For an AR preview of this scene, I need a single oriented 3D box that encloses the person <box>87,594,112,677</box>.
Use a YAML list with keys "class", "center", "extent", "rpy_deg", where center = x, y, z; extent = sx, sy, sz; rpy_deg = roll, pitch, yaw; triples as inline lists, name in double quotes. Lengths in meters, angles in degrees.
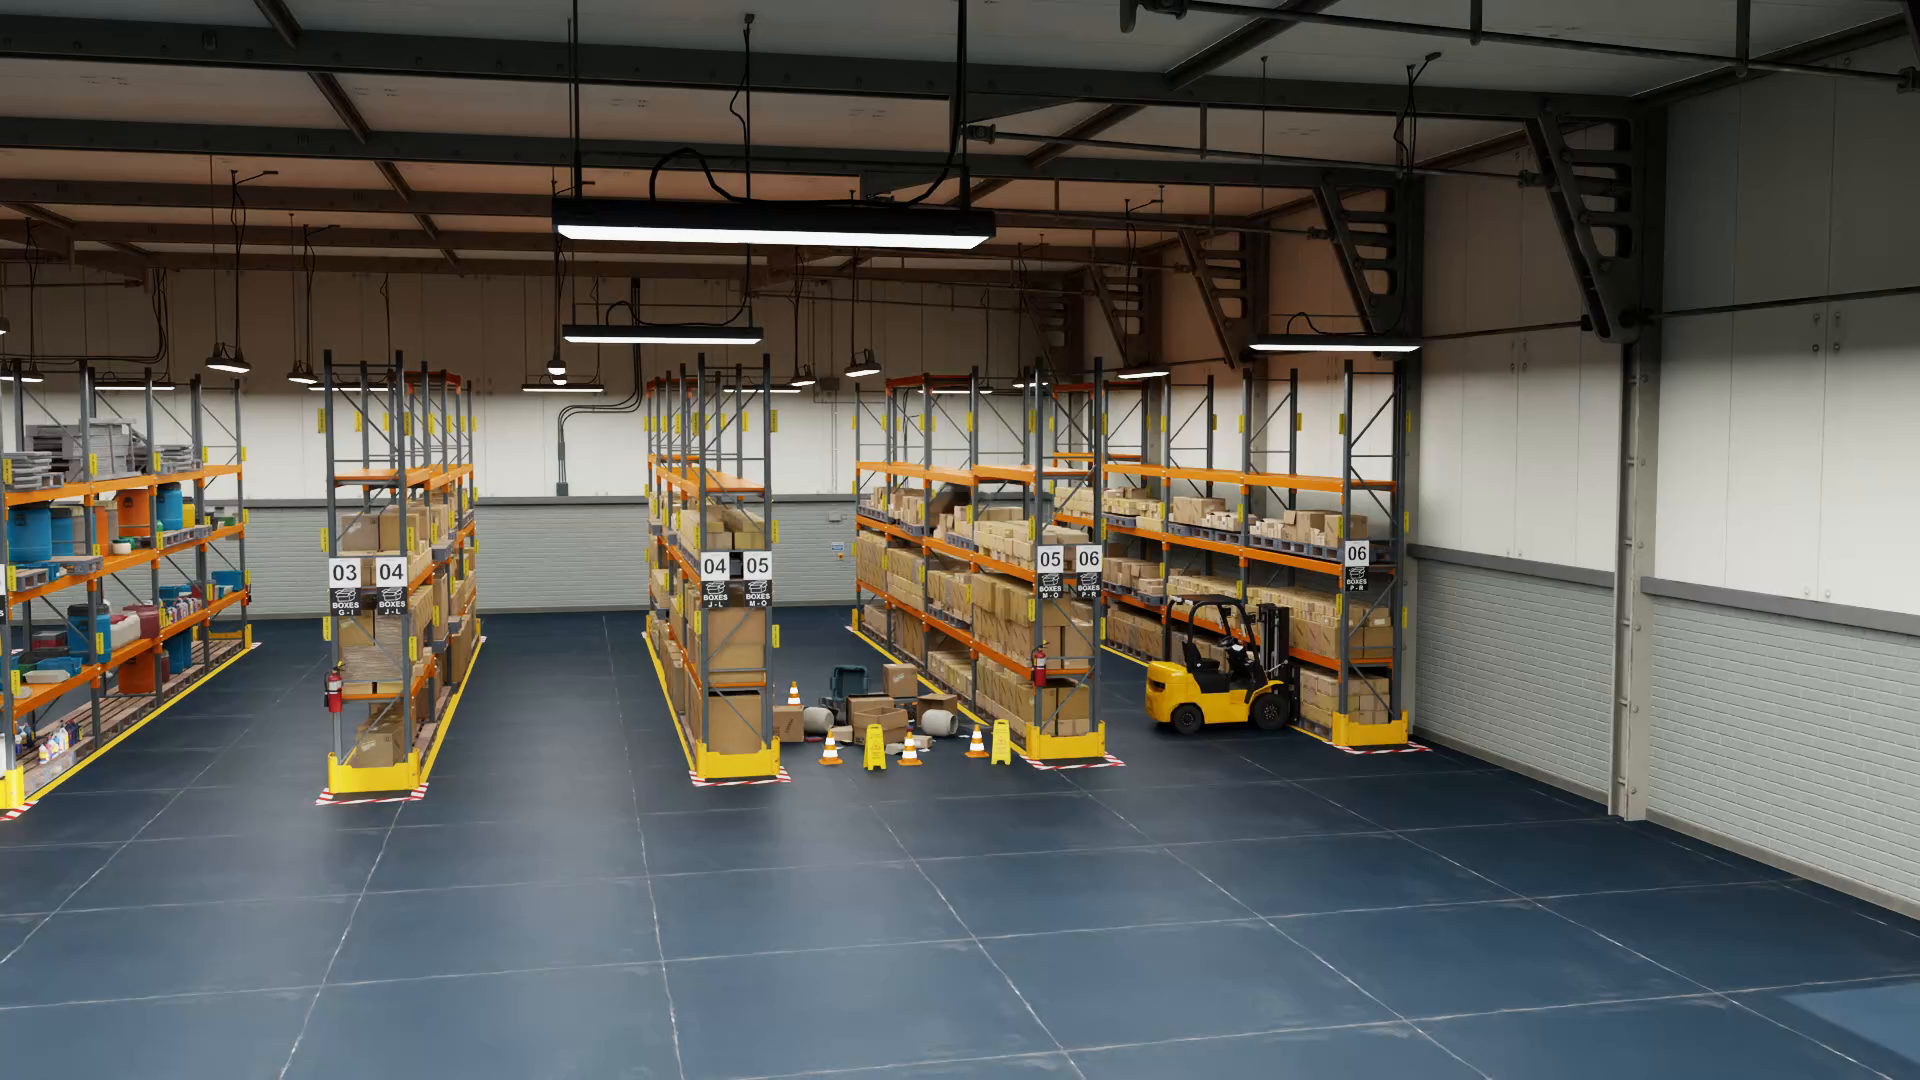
- class: "person"
  center: [-17.013, 1.824, 32.952]
  extent: [0.608, 1.779, 0.557]
  rpy_deg: [-4, 5, -43]
